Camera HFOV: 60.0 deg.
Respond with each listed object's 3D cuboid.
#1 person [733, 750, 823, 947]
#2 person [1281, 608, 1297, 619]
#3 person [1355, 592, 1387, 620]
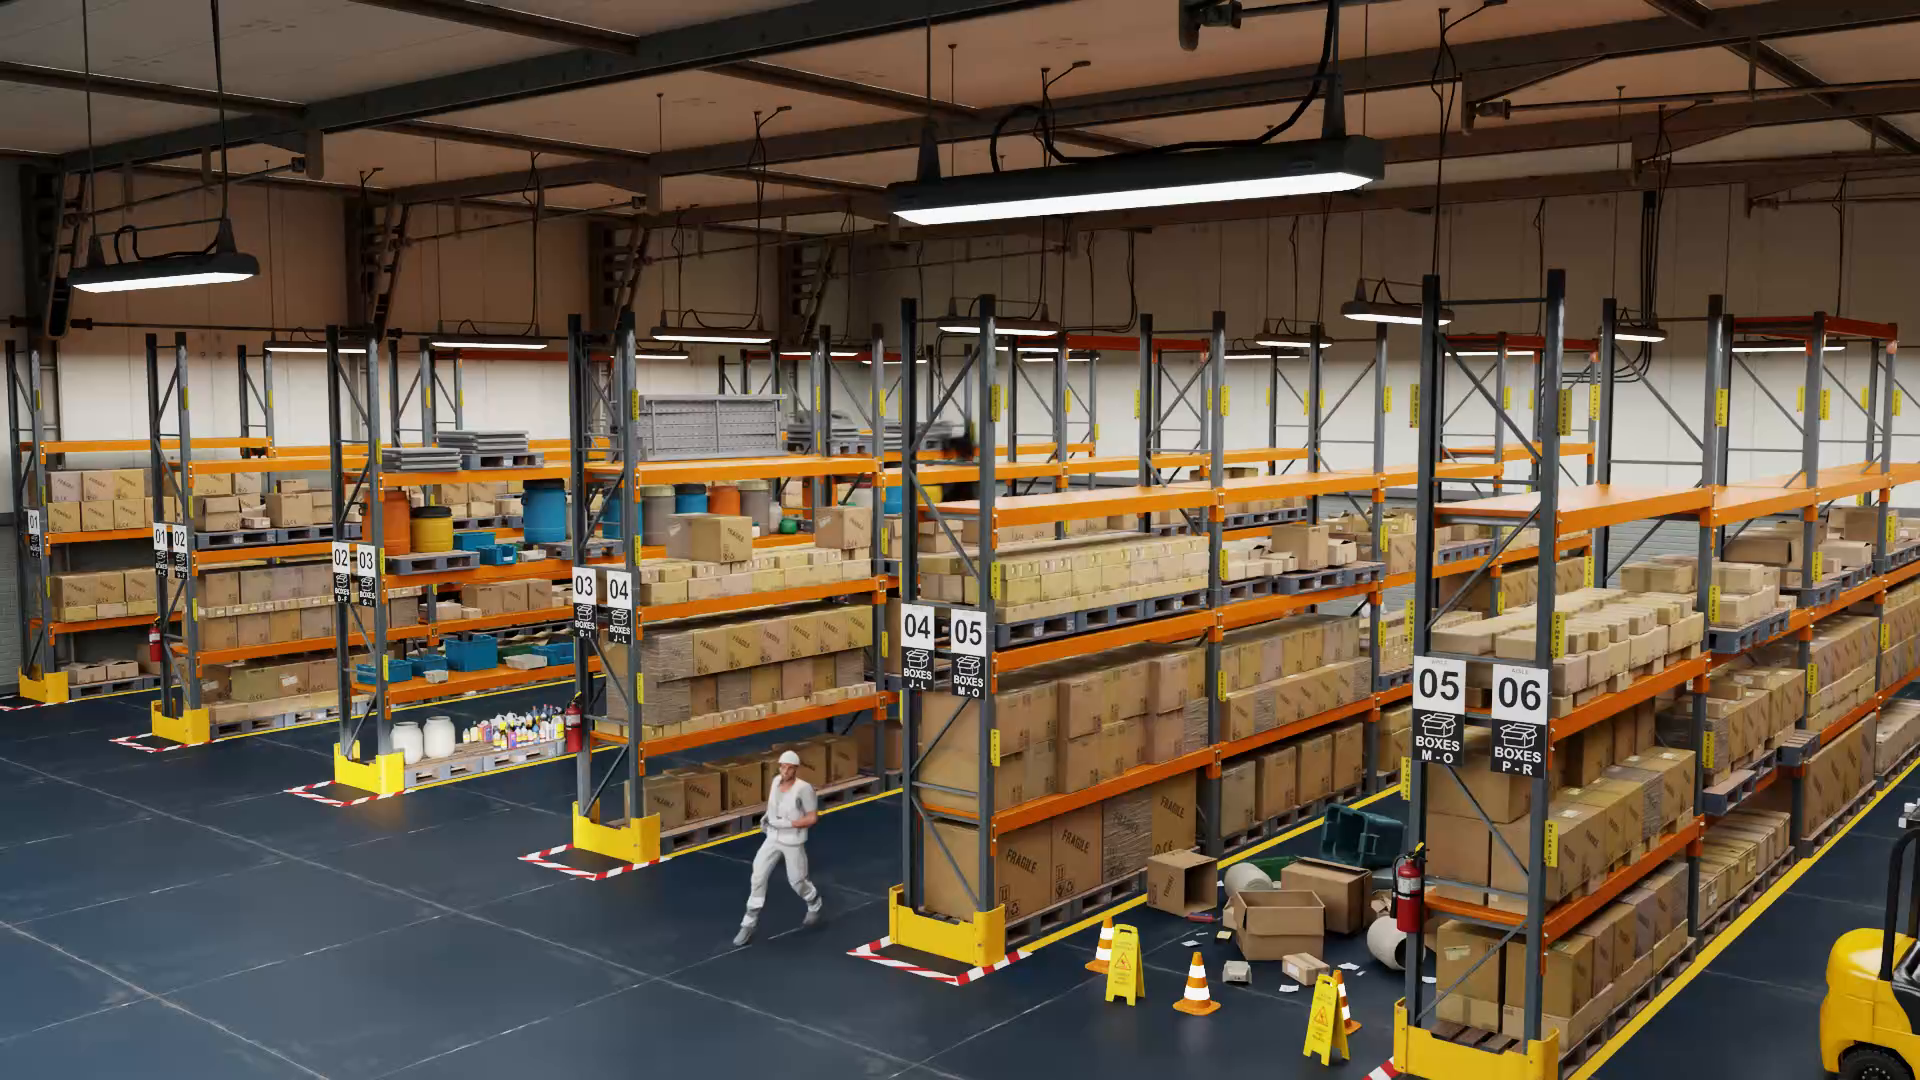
[{"bbox_3d":[-1.629,2.862,15.662,0.670,1.789,0.986,3,6,31],"label":"person"},{"bbox_3d":[5.367,1.868,27.209,0.548,1.702,0.879,4,6,34],"label":"person"},{"bbox_3d":[7.368,1.655,29.798,0.607,1.690,0.832,2,6,24],"label":"person"}]
